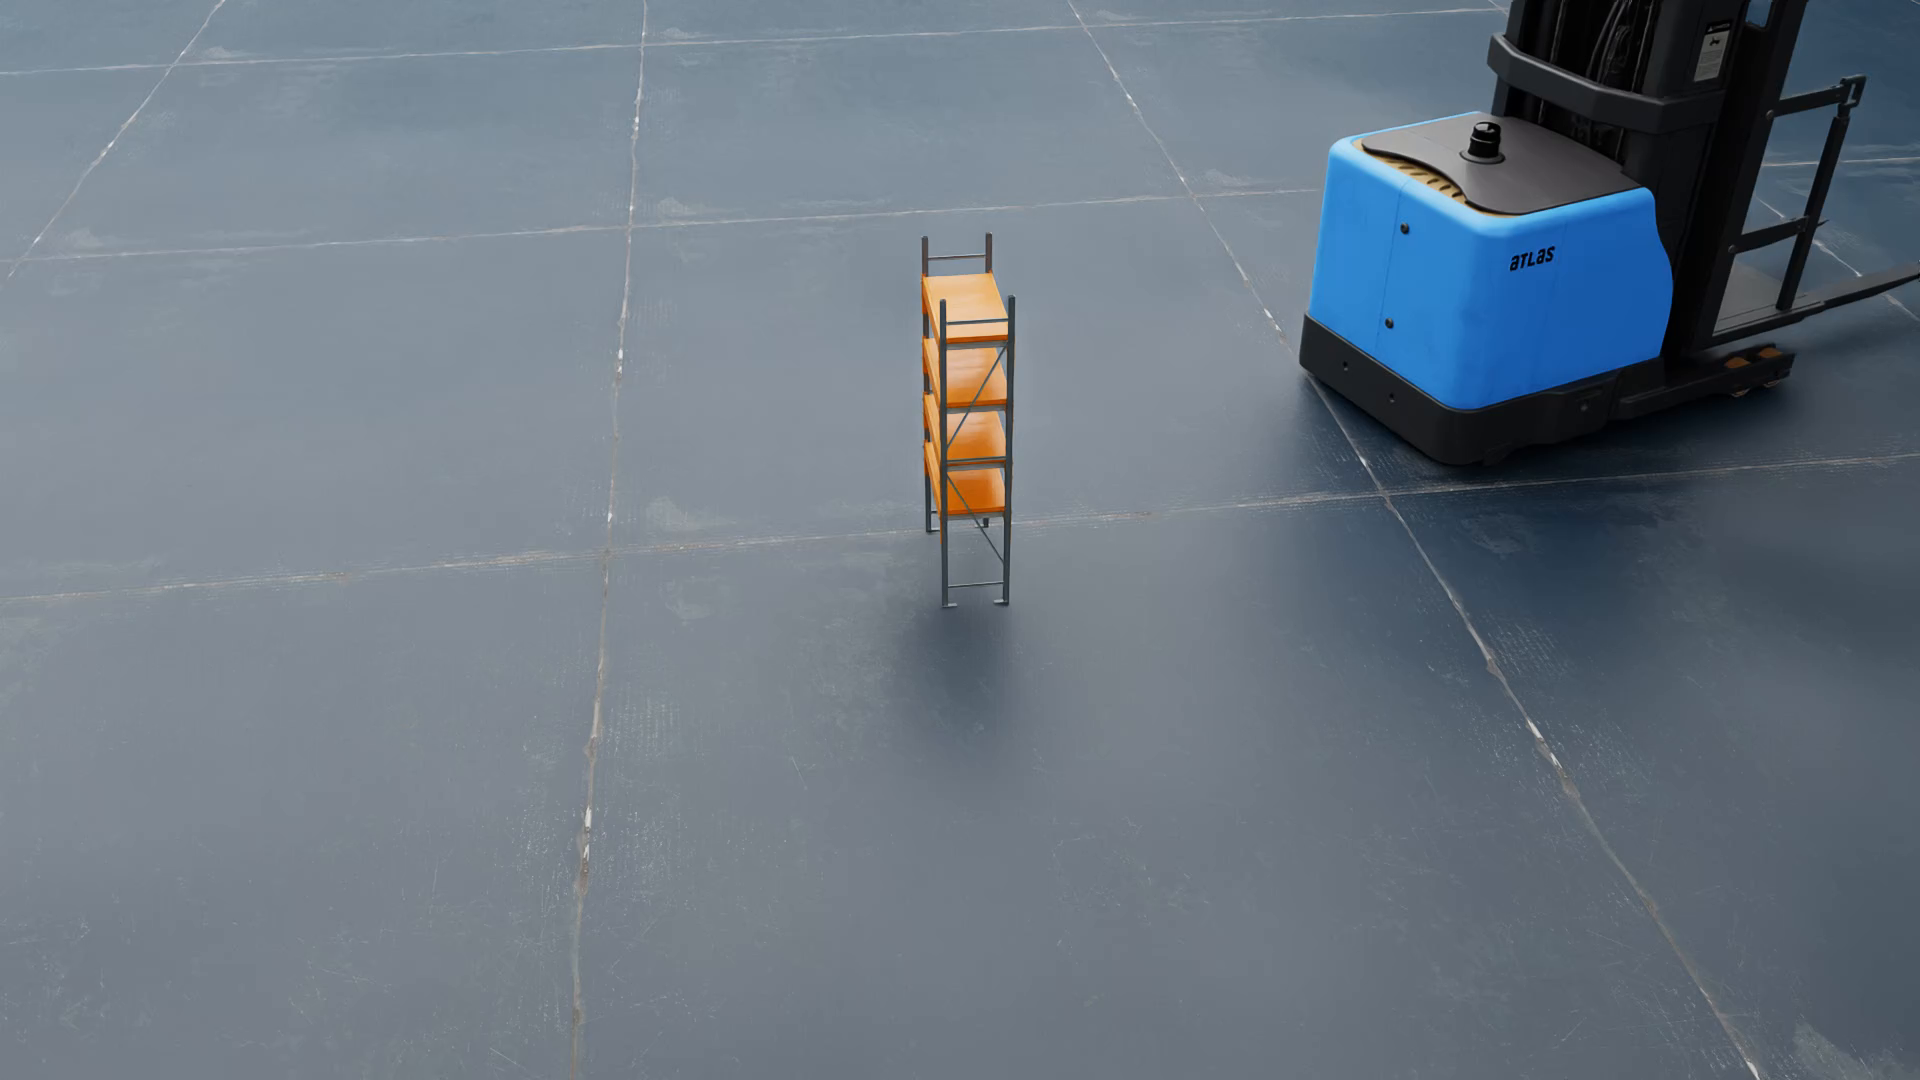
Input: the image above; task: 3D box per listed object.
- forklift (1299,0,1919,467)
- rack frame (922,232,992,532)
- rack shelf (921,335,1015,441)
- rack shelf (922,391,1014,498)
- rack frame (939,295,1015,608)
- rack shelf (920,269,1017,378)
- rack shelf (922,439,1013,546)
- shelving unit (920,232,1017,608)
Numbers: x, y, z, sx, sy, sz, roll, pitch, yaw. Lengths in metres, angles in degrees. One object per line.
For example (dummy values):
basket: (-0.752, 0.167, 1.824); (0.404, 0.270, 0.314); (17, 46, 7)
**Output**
forklift: (3.031, -2.075, 6.692); (3.031, 2.935, 1.130); (-16, 37, -22)
rack frame: (-0.011, -0.540, 5.976); (0.240, 1.200, 0.015); (-4, 35, -6)
rack shelf: (0.022, -0.533, 5.688); (0.258, 0.148, 0.480); (-4, 35, -6)
rack shelf: (0.022, -0.348, 5.814); (0.258, 0.148, 0.480); (-4, 35, -6)
rack frame: (0.055, -0.267, 5.577); (0.240, 1.200, 0.015); (-4, 35, -6)
rack shelf: (0.022, -0.728, 5.555); (0.258, 0.148, 0.480); (-4, 35, -6)
rack shelf: (0.022, -0.184, 5.926); (0.258, 0.148, 0.480); (-4, 35, -6)
shelving unit: (0.022, -0.403, 5.777); (0.258, 1.200, 0.503); (-4, 35, -6)
